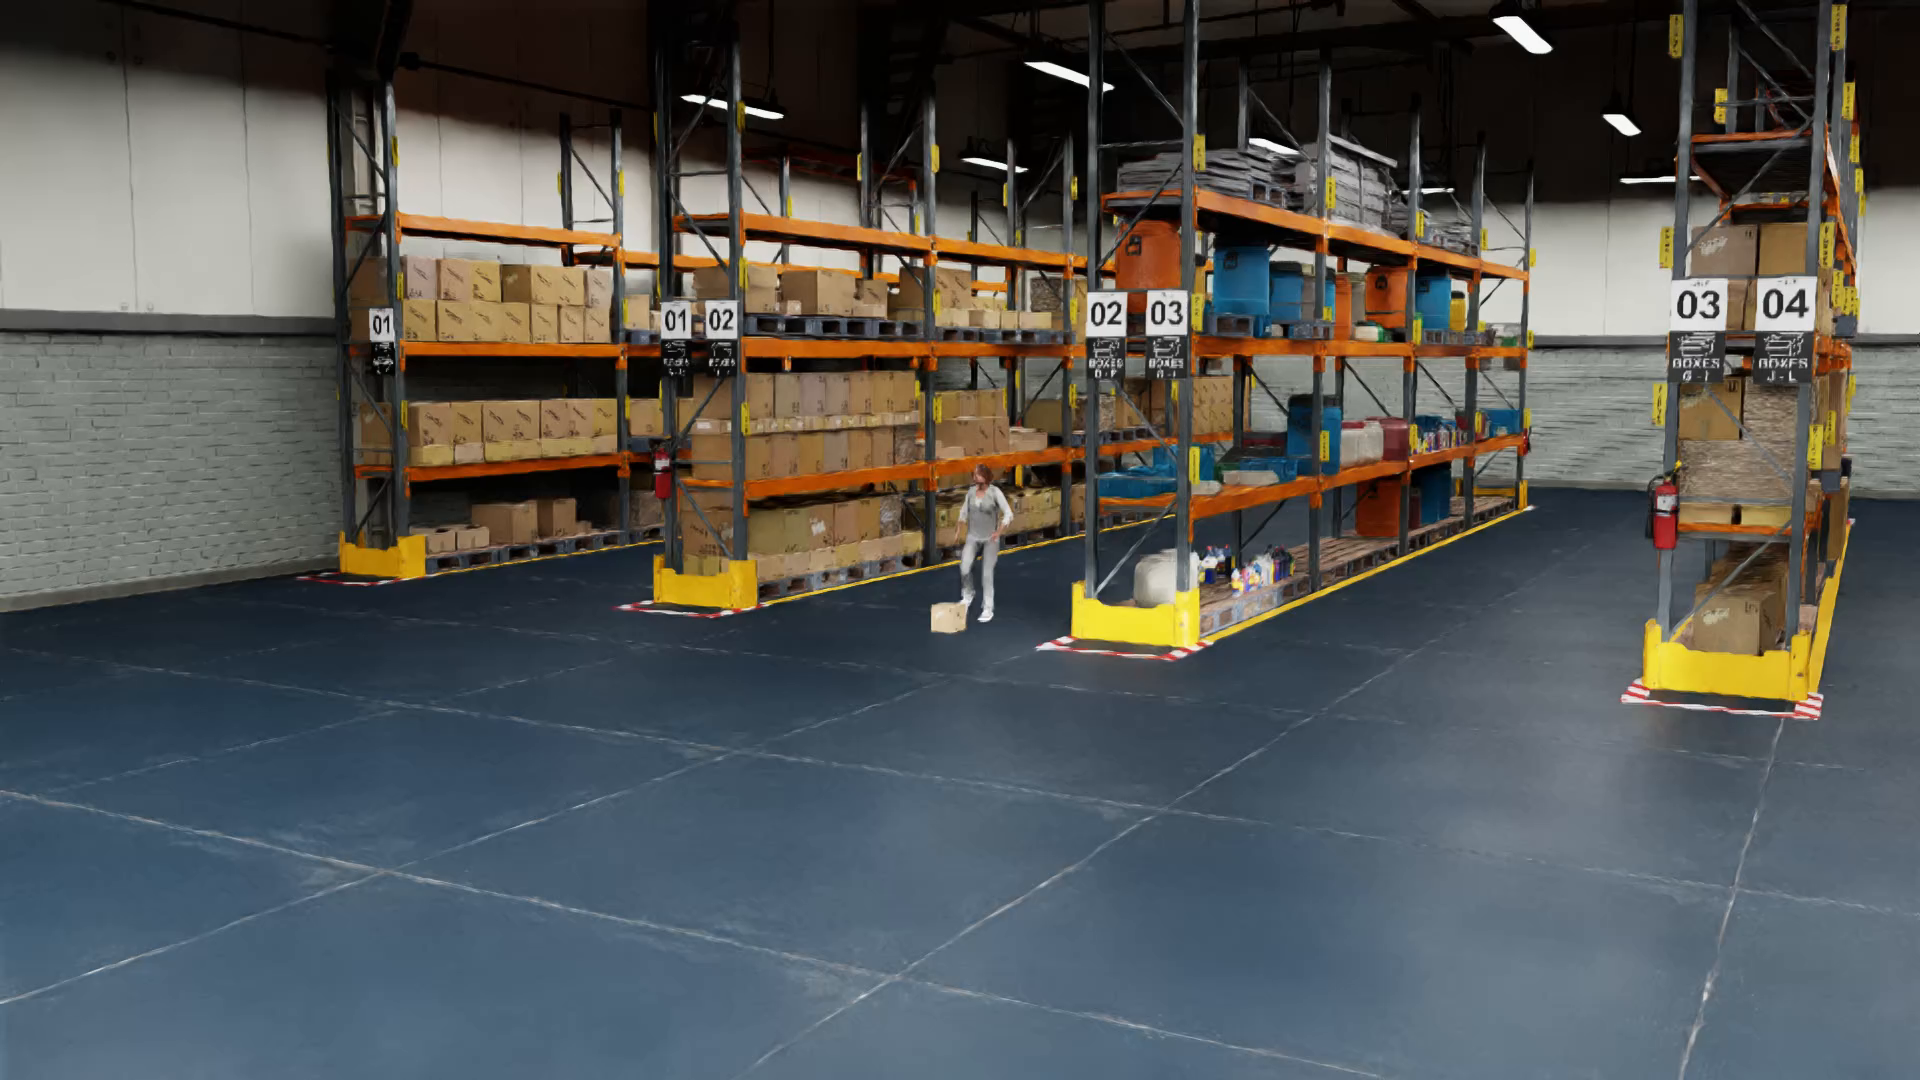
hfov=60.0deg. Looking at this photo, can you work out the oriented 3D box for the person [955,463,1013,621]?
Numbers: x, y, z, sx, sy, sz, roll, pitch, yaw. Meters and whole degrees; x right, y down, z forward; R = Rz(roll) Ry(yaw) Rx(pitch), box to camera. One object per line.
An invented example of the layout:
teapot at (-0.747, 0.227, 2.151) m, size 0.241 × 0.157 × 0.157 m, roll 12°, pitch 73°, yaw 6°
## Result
person at (0.230, 0.023, 16.514) m, size 0.585 × 1.567 × 0.439 m, roll 2°, pitch 6°, yaw 16°
